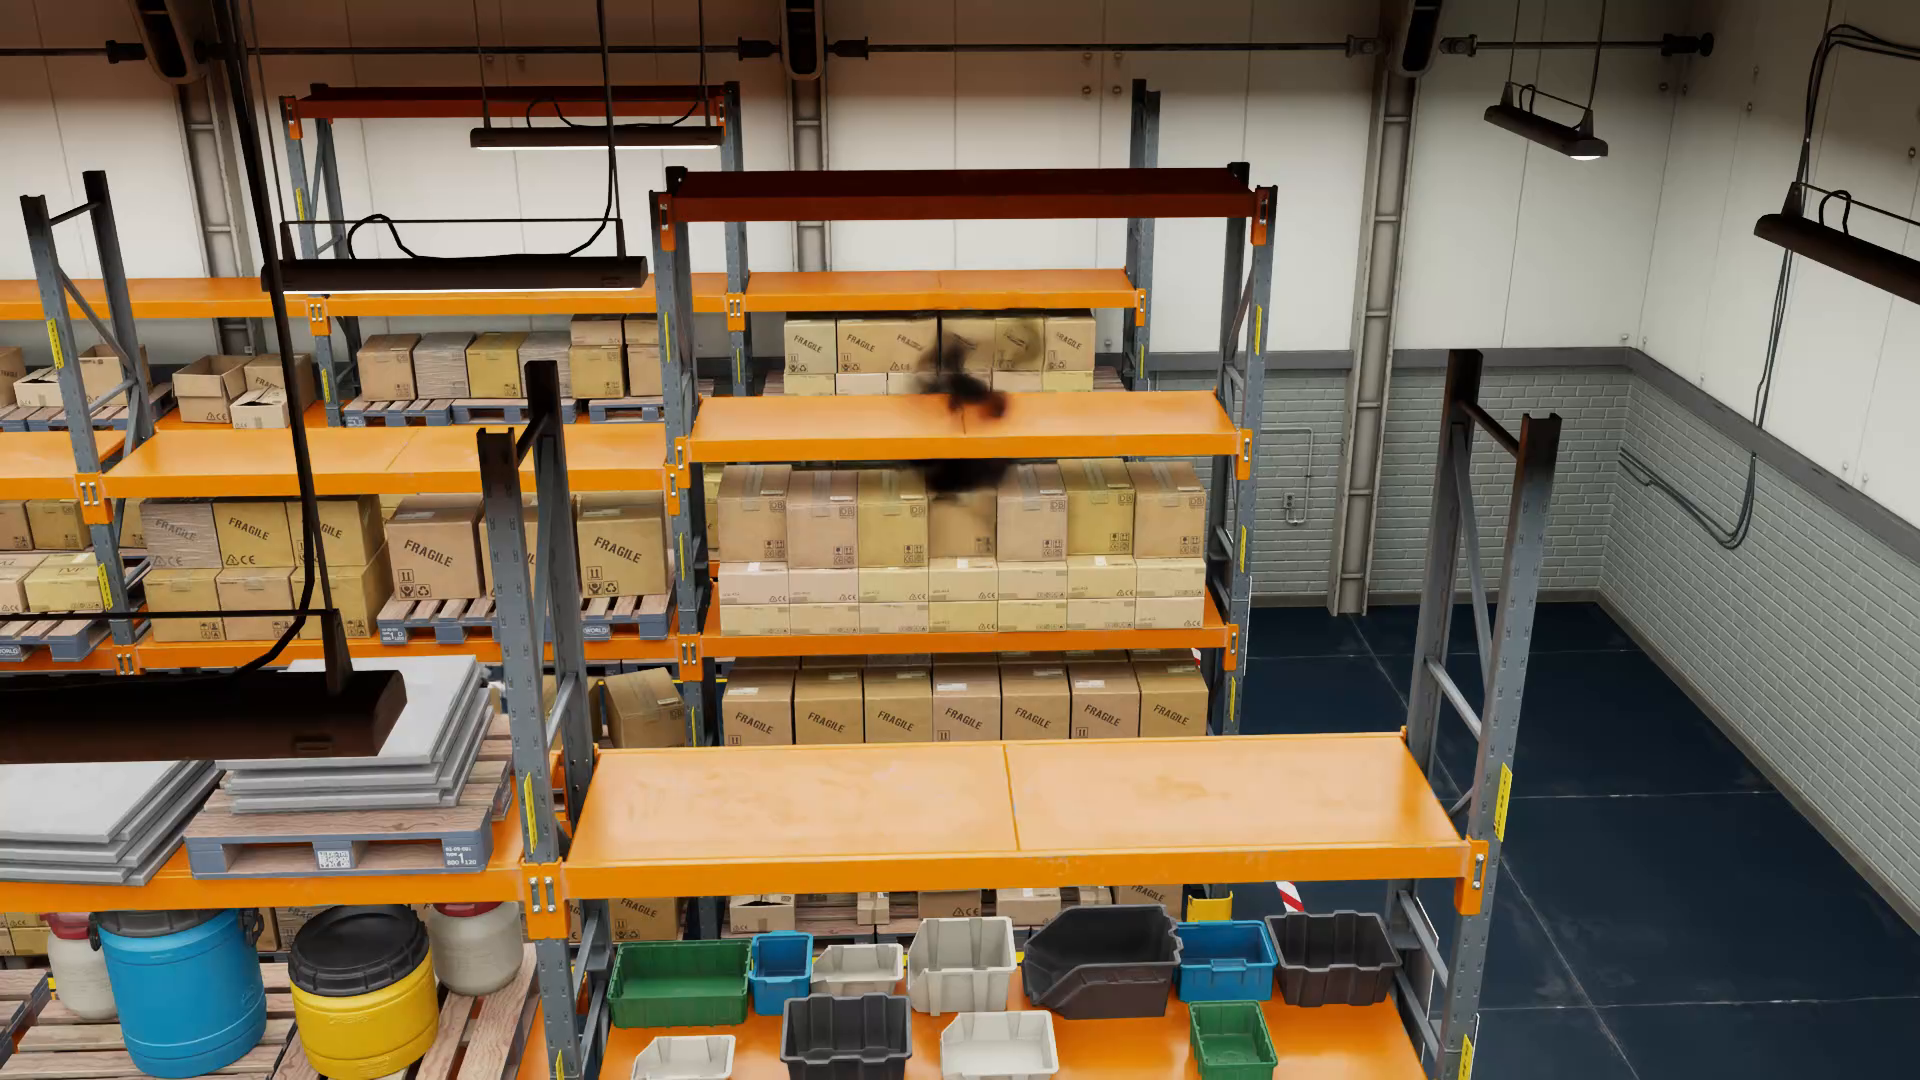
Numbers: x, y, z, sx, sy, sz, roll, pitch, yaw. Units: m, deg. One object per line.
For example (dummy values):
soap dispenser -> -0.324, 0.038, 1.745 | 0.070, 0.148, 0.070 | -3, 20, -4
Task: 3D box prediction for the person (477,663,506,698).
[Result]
person -> -4.022, 1.828, 14.430 | 0.826, 1.724, 0.636 | -2, 22, -4
